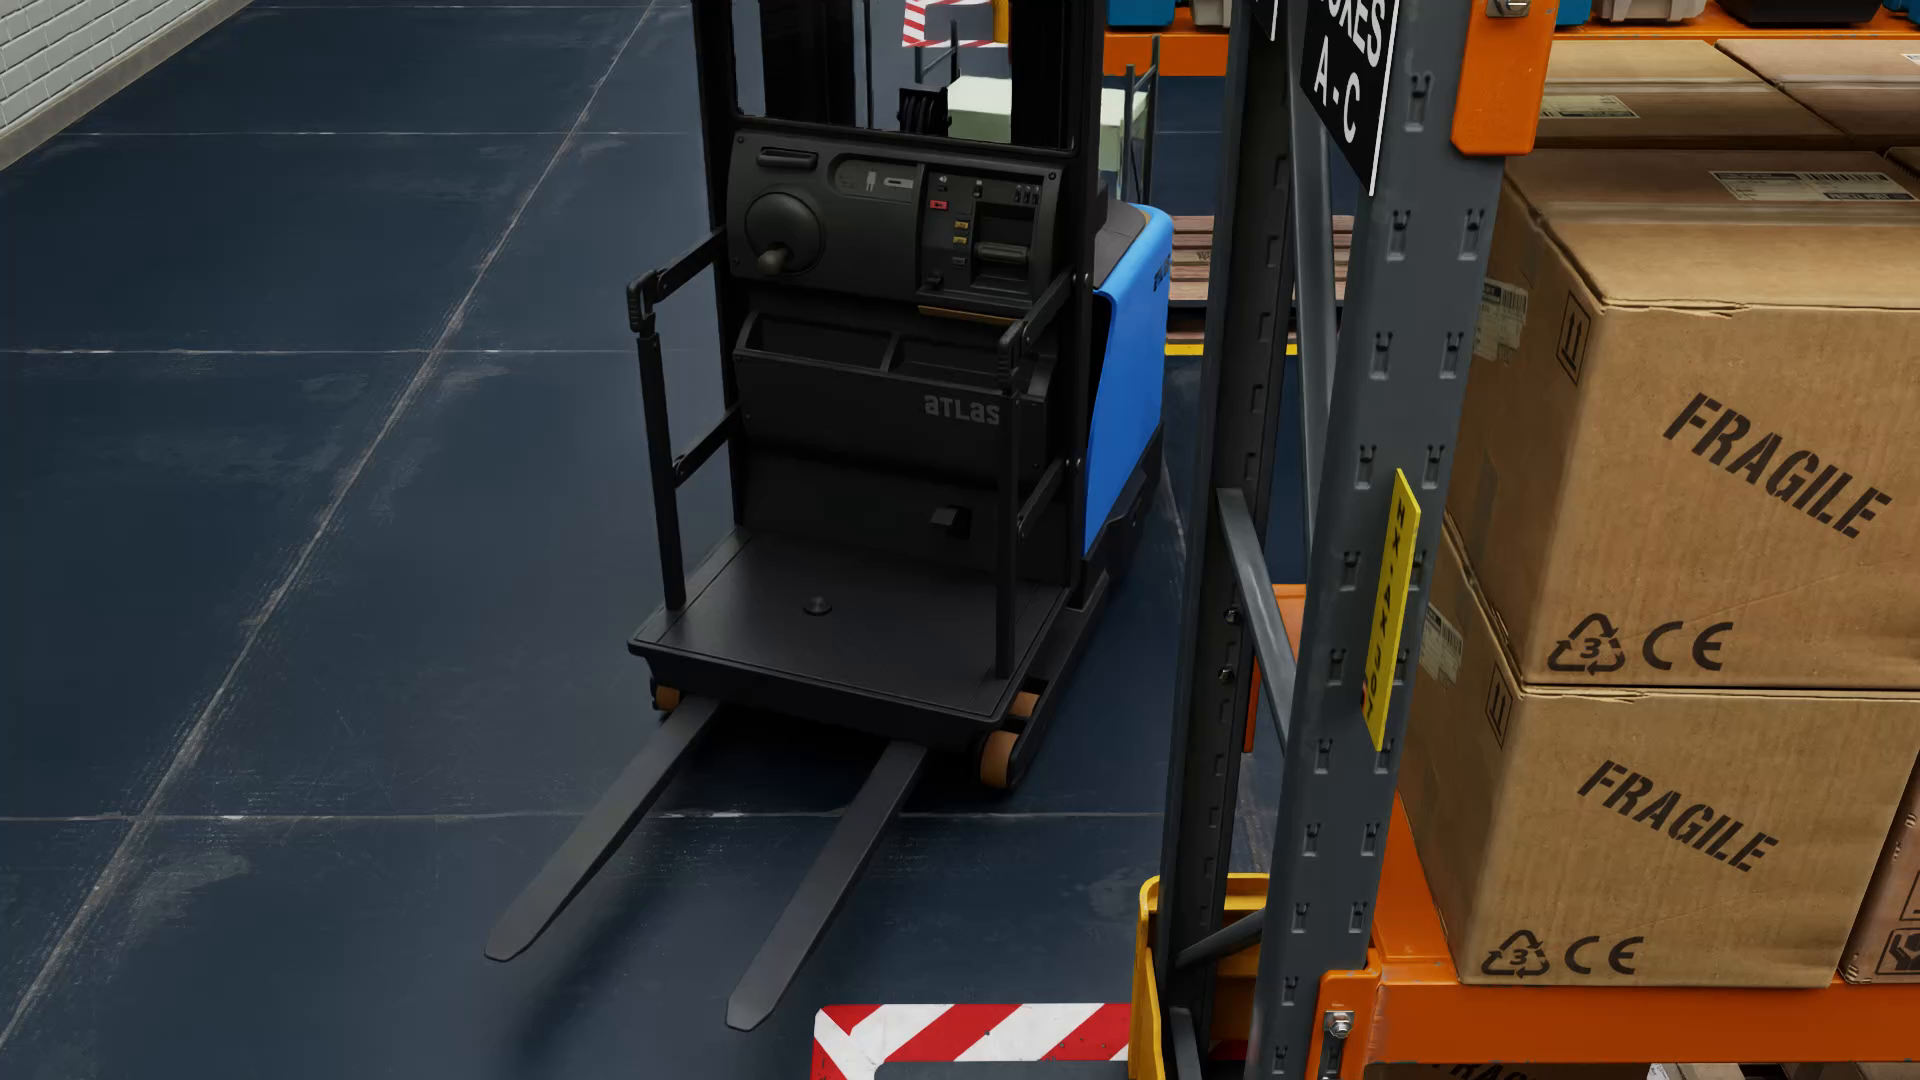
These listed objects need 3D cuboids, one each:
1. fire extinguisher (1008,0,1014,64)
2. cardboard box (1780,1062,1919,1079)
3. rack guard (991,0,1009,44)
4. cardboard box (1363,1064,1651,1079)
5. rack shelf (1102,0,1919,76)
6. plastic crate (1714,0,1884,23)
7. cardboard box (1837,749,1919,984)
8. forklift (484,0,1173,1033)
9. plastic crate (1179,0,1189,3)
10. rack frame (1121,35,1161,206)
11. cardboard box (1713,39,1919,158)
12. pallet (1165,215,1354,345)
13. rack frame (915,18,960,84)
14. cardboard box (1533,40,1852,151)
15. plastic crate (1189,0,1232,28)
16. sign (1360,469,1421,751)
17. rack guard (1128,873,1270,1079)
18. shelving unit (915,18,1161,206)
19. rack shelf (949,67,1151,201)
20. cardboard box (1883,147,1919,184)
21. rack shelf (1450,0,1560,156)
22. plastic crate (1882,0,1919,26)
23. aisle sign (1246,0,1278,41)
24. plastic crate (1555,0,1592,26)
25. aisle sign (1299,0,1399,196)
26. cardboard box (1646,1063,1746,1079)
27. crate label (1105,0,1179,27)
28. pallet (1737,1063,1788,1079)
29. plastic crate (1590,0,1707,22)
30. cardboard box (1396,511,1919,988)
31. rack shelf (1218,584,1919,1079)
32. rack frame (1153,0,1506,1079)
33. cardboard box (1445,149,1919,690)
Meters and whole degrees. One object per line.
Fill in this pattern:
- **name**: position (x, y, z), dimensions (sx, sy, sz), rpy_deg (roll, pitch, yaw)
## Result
- **fire extinguisher**: position (0.303, -2.441, 7.316), dimensions (0.183, 0.674, 0.296), rpy_deg (0, 31, 0)
- **cardboard box**: position (1.975, 1.042, 3.368), dimensions (0.500, 0.250, 0.500), rpy_deg (0, 31, 0)
- **rack guard**: position (0.402, -3.899, 11.694), dimensions (0.348, 0.500, 1.175), rpy_deg (0, 31, 0)
- **cardboard box**: position (1.025, 0.922, 3.324), dimensions (0.500, 0.500, 0.500), rpy_deg (0, 31, 0)
- **rack shelf**: position (2.456, -2.097, 7.008), dimensions (4.000, 0.370, 1.077), rpy_deg (0, 31, 0)
- **plastic crate**: position (3.338, -2.176, 6.652), dimensions (0.590, 0.125, 0.437), rpy_deg (0, 31, 0)
- **cardboard box**: position (1.443, 0.259, 2.335), dimensions (0.500, 0.500, 0.500), rpy_deg (0, 31, -1)
- **forklift**: position (-0.257, -0.802, 4.246), dimensions (1.130, 2.935, 3.031), rpy_deg (11, 33, 17)
- **plastic crate**: position (0.790, -2.537, 6.948), dimensions (0.499, 0.435, 0.616), rpy_deg (0, 31, 0)
- **rack frame**: position (0.615, -0.997, 5.947), dimensions (0.023, 1.500, 0.400), rpy_deg (10, 33, 16)
- **cardboard box**: position (1.431, -0.445, 2.532), dimensions (0.500, 0.500, 0.500), rpy_deg (1, 31, 1)
- **pallet**: position (1.281, -1.189, 7.506), dimensions (1.213, 0.211, 1.003), rpy_deg (0, 31, 0)
- **rack frame**: position (-0.076, -1.121, 6.152), dimensions (0.023, 1.500, 0.400), rpy_deg (10, 33, 16)
- **cardboard box**: position (0.926, -0.443, 2.529), dimensions (0.500, 0.500, 0.500), rpy_deg (0, 31, -1)
- **plastic crate**: position (1.026, -2.099, 6.515), dimensions (0.298, 0.136, 0.250), rpy_deg (0, 31, 0)
- **sign**: position (0.486, 0.082, 1.888), dimensions (0.005, 0.325, 0.100), rpy_deg (0, 31, 0)
- **rack guard**: position (0.558, 1.239, 3.225), dimensions (0.348, 0.500, 1.175), rpy_deg (0, 31, 0)
- **shelving unit**: position (0.270, -1.059, 6.050), dimensions (0.755, 1.500, 0.431), rpy_deg (10, 33, 16)
- **rack shelf**: position (0.270, -1.393, 5.847), dimensions (0.720, 0.370, 0.431), rpy_deg (10, 33, 16)
- **cardboard box**: position (1.450, -0.169, 2.077), dimensions (0.500, 0.500, 0.500), rpy_deg (0, 31, 0)
- **rack shelf**: position (2.482, -0.810, 1.995), dimensions (4.000, 0.370, 1.077), rpy_deg (0, 31, 0)
- **plastic crate**: position (3.991, -2.251, 6.527), dimensions (0.575, 0.384, 0.392), rpy_deg (0, 31, 0)
- **aisle sign**: position (0.412, -1.099, 2.164), dimensions (0.004, 0.787, 0.394), rpy_deg (0, 31, 0)
- **plastic crate**: position (2.322, -2.188, 6.567), dimensions (0.300, 0.233, 0.416), rpy_deg (0, 31, 0)
- **aisle sign**: position (0.416, -0.788, 1.651), dimensions (0.004, 0.787, 0.394), rpy_deg (0, 31, 0)
- **cardboard box**: position (1.430, 1.110, 3.336), dimensions (0.250, 0.166, 0.380), rpy_deg (0, 31, 0)
- **crate label**: position (0.705, -2.182, 6.559), dimensions (0.303, 0.233, 0.416), rpy_deg (0, 31, 0)
- **pallet**: position (1.356, 1.360, 3.305), dimensions (1.213, 0.211, 1.003), rpy_deg (0, 31, 0)
- **plastic crate**: position (2.717, -2.162, 6.619), dimensions (0.466, 0.136, 0.293), rpy_deg (0, 31, 0)
- **cardboard box**: position (0.928, 0.264, 2.327), dimensions (0.500, 0.500, 0.500), rpy_deg (0, 31, 1)
- **rack shelf**: position (2.482, 0.472, 2.773), dimensions (4.000, 0.370, 1.077), rpy_deg (0, 31, 0)
- **rack frame**: position (0.482, 0.171, 2.576), dimensions (0.127, 3.000, 1.000), rpy_deg (0, 31, 0)
- **cardboard box**: position (0.928, -0.164, 2.068), dimensions (0.500, 0.500, 0.500), rpy_deg (1, 31, 1)
